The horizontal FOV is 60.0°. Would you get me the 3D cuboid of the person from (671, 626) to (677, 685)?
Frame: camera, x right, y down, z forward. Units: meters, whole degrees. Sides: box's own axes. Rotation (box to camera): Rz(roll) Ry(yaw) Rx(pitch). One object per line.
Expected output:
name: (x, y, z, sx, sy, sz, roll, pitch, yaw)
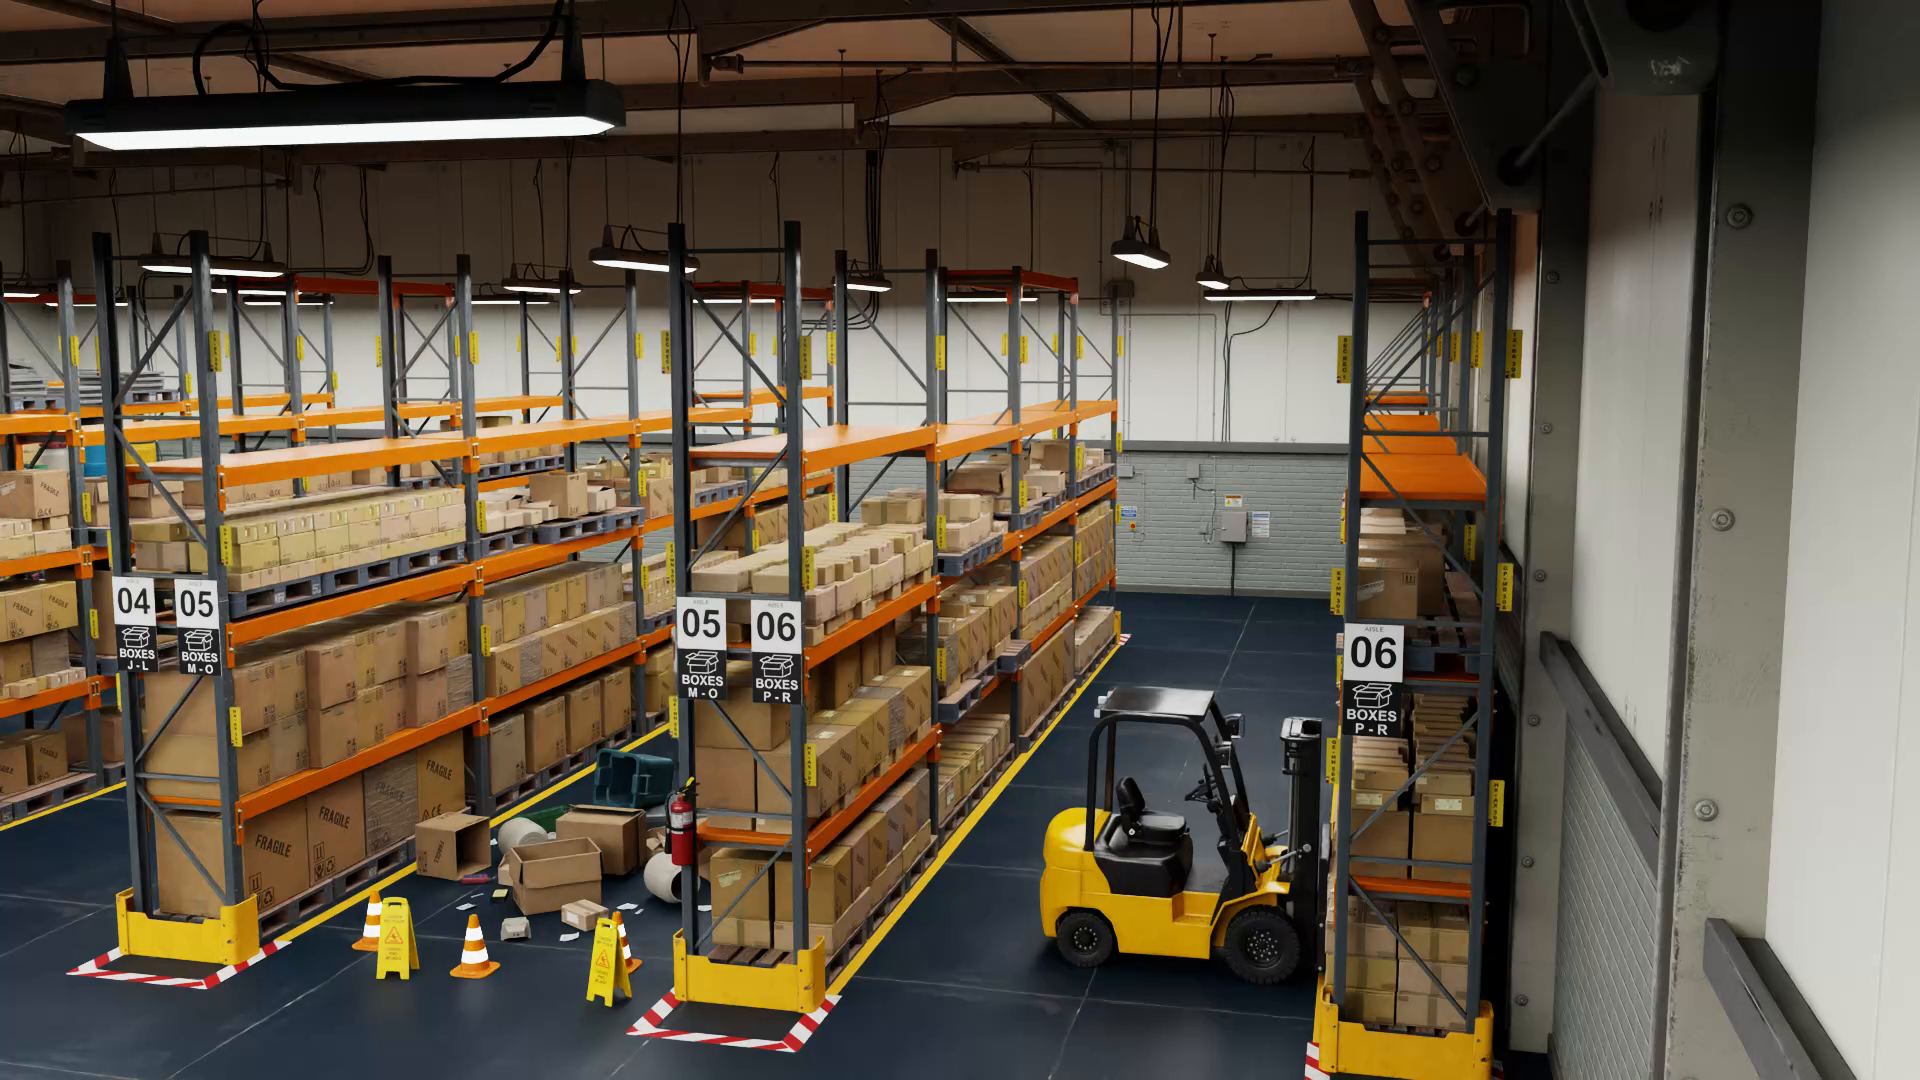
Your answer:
person: (-3.347, 1.616, 20.393, 0.571, 1.734, 0.512, 4, 8, 31)
